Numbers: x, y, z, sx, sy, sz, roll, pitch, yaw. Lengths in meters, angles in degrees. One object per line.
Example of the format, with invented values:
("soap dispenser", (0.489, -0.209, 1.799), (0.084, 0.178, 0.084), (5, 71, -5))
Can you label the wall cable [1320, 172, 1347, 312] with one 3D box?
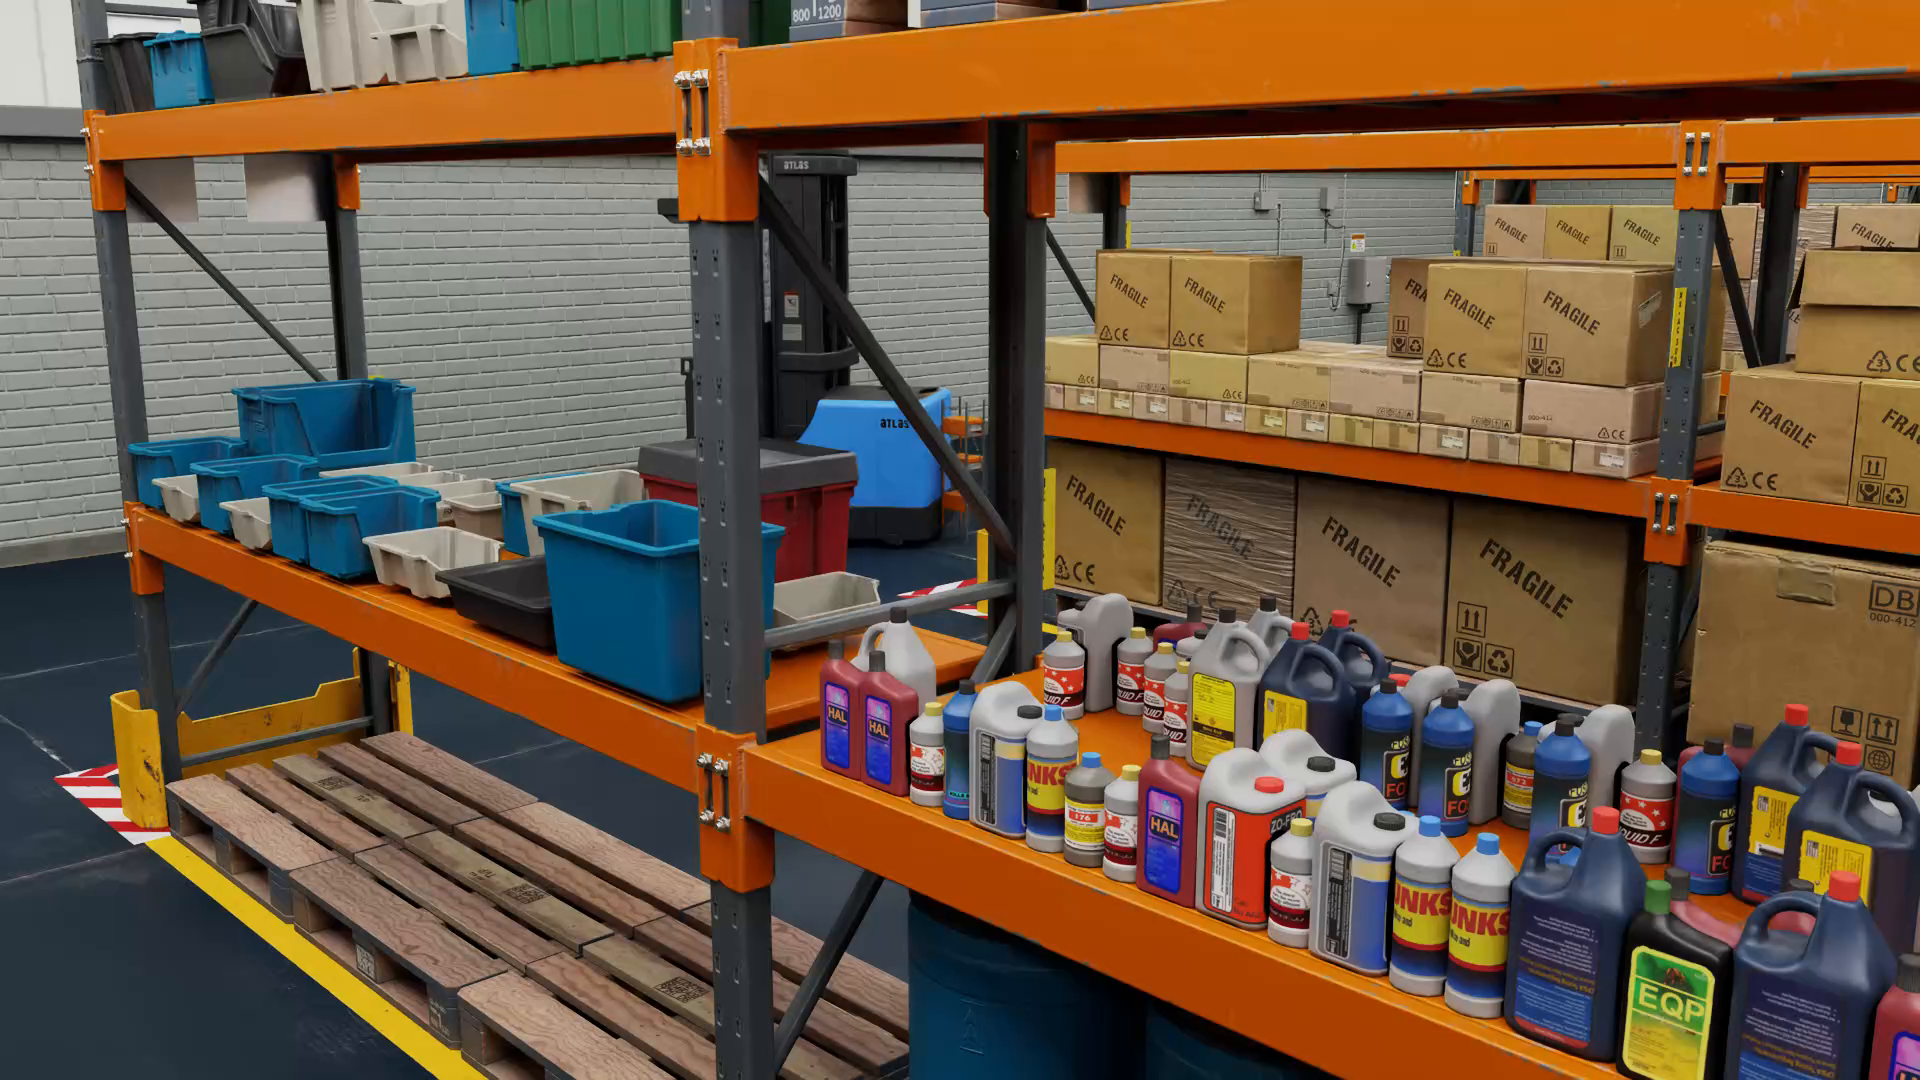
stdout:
("wall cable", (4.911, -3.984, 21.799), (0.588, 1.984, 0.122), (-11, 16, -43))

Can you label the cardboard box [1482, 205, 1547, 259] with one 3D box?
("cardboard box", (4.412, -2.345, 12.898), (0.500, 0.500, 0.500), (-11, 16, -43))

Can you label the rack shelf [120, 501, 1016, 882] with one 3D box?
("rack shelf", (-1.564, 0.248, 5.559), (1.077, 0.370, 4.000), (-11, 16, -43))

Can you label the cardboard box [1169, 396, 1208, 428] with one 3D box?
("cardboard box", (1.354, -0.716, 9.077), (0.380, 0.149, 0.250), (-11, 16, -44))

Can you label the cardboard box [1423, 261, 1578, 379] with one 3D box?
("cardboard box", (2.545, -1.046, 7.831), (0.500, 0.500, 0.500), (-11, 16, -42))

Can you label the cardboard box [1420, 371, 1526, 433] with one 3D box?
("cardboard box", (2.545, -0.678, 7.905), (0.500, 0.250, 0.500), (-10, 15, -41))

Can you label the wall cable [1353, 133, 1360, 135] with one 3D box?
("wall cable", (6.259, -6.702, 22.550), (2.988, 3.039, 0.133), (-11, 16, -43))

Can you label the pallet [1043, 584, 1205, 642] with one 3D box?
("pallet", (1.246, 0.385, 10.021), (1.003, 0.211, 1.213), (-11, 16, -43))

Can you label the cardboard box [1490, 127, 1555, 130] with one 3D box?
("cardboard box", (4.419, -3.058, 12.758), (0.500, 0.250, 0.500), (-10, 15, -41))

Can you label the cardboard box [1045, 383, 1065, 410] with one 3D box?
("cardboard box", (0.643, -0.866, 9.804), (0.380, 0.149, 0.250), (-11, 16, -42))

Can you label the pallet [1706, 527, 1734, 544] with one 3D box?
("pallet", (5.720, -0.085, 12.300), (1.003, 0.211, 1.213), (-11, 16, -43))

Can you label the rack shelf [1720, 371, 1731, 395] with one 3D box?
("rack shelf", (5.675, -1.119, 12.192), (1.077, 0.370, 4.000), (-11, 16, -43))

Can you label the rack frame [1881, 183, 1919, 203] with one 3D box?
("rack frame", (11.392, -3.160, 20.316), (1.000, 3.000, 0.127), (-11, 16, -43))

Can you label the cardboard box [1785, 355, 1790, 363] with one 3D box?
("cardboard box", (5.785, -1.256, 11.698), (0.380, 0.149, 0.250), (-11, 16, -43))

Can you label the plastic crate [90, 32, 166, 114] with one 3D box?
("plastic crate", (-2.881, -1.707, 6.152), (0.497, 0.269, 0.590), (-11, 16, -43))

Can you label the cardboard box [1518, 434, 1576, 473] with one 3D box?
("cardboard box", (2.773, -0.416, 7.622), (0.380, 0.149, 0.250), (-10, 16, -41))

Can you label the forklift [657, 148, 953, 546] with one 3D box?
("forklift", (-1.620, -1.520, 12.525), (3.031, 2.935, 1.130), (2, 12, 11))

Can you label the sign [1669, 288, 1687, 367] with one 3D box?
("sign", (2.999, -0.888, 6.948), (0.100, 0.325, 0.005), (-11, 16, -43))

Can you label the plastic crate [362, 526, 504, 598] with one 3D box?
("plastic crate", (-1.603, 0.075, 5.120), (0.293, 0.136, 0.466), (-11, 16, -43))

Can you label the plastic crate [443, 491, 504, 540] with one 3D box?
("plastic crate", (-1.634, -0.081, 5.875), (0.298, 0.136, 0.250), (-11, 16, -43))

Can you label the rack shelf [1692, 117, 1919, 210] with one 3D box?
("rack shelf", (4.780, -1.328, 5.773), (1.077, 0.370, 4.000), (-11, 16, -43))

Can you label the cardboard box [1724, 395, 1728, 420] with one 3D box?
("cardboard box", (8.332, -1.336, 16.772), (0.875, 0.438, 0.875), (11, 16, 43))

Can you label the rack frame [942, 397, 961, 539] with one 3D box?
("rack frame", (-0.064, -0.538, 12.420), (0.008, 1.050, 0.200), (11, 16, 43))

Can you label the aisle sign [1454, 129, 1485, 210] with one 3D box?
("aisle sign", (4.027, -3.005, 13.123), (0.394, 0.787, 0.004), (-11, 16, -43))

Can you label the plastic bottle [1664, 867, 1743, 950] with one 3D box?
("plastic bottle", (1.026, 0.607, 2.322), (0.061, 0.283, 0.133), (-11, 16, -43))

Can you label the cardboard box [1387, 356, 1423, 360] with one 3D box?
("cardboard box", (2.562, -0.828, 8.633), (0.500, 0.250, 0.500), (-10, 16, -41))

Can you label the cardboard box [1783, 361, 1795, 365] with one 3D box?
("cardboard box", (3.920, -0.522, 7.263), (0.500, 0.500, 0.500), (-11, 16, -42))

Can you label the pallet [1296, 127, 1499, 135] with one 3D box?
("pallet", (2.003, -2.228, 8.576), (1.003, 0.211, 1.213), (-11, 16, -43))

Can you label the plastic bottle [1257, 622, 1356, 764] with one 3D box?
("plastic bottle", (0.712, 0.347, 3.416), (0.144, 0.351, 0.185), (-11, 16, -43))

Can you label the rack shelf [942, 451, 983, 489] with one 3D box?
("rack shelf", (0.024, -0.511, 12.340), (0.240, 0.259, 0.215), (11, 16, 43))

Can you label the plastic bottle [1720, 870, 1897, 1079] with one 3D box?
("plastic bottle", (1.122, 0.600, 2.189), (0.144, 0.351, 0.185), (-11, 16, -43))

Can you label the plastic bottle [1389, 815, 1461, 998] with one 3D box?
("plastic bottle", (0.721, 0.561, 2.576), (0.097, 0.271, 0.097), (0, 12, 0))

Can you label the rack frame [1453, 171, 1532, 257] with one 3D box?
("rack frame", (4.294, -1.763, 13.536), (1.000, 3.000, 0.127), (-11, 16, -43))

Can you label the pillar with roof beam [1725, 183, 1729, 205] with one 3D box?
("pillar with roof beam", (7.068, -6.017, 19.318), (9.100, 9.000, 0.400), (-11, 16, -43))

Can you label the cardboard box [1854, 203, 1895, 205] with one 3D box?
("cardboard box", (8.593, -3.085, 15.617), (0.380, 0.149, 0.250), (-11, 16, -42))

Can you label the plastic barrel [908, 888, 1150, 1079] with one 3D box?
("plastic barrel", (0.180, 1.091, 3.842), (0.600, 0.901, 0.708), (-11, 16, -43))

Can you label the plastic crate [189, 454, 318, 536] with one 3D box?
("plastic crate", (-2.558, -0.166, 6.050), (0.416, 0.233, 0.300), (-11, 16, -43))

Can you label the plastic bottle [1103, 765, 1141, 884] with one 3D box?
("plastic bottle", (0.308, 0.508, 3.006), (0.097, 0.201, 0.097), (0, 12, 0))

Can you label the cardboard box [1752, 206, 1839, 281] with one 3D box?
("cardboard box", (5.832, -2.046, 11.446), (0.500, 0.500, 0.500), (-10, 16, -41))

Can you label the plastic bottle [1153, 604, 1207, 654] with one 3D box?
("plastic bottle", (0.516, 0.284, 3.888), (0.061, 0.283, 0.133), (-11, 16, -43))

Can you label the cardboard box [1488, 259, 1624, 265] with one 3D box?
("cardboard box", (2.919, -1.121, 8.195), (0.500, 0.500, 0.500), (-11, 16, -43))

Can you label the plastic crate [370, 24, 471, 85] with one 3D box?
("plastic crate", (-1.337, -1.285, 4.437), (0.293, 0.136, 0.466), (-11, 16, -43))

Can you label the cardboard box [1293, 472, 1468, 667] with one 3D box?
("cardboard box", (2.380, 0.093, 8.751), (0.875, 0.875, 0.875), (-11, 16, -43))

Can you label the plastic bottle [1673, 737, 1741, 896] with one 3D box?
("plastic bottle", (1.325, 0.484, 2.947), (0.097, 0.271, 0.097), (0, 12, 0))

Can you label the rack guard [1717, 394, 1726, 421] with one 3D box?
("rack guard", (7.788, -1.247, 17.225), (1.175, 0.500, 0.348), (-11, 16, -43))

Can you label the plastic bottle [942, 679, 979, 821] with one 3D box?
("plastic bottle", (0.014, 0.411, 3.301), (0.097, 0.271, 0.097), (0, 12, 0))

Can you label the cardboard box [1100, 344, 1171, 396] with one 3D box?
("cardboard box", (1.137, -0.976, 9.352), (0.500, 0.250, 0.500), (-11, 16, -43))

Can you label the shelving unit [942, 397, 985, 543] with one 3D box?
("shelving unit", (0.024, -0.521, 12.338), (0.252, 1.050, 0.215), (11, 16, 43))

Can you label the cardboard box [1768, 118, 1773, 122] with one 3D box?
("cardboard box", (5.834, -2.758, 11.301), (0.500, 0.250, 0.500), (-11, 16, -43))

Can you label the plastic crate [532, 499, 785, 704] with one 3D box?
("plastic crate", (-0.752, 0.145, 4.165), (0.392, 0.384, 0.575), (-11, 16, -43))

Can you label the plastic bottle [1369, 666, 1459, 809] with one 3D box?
("plastic bottle", (0.923, 0.387, 3.405), (0.152, 0.276, 0.135), (-11, 16, -43))

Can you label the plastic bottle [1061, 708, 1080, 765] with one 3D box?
("plastic bottle", (0.191, 0.438, 3.342), (0.097, 0.201, 0.097), (0, 12, 0))

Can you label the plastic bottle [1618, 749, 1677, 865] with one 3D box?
("plastic bottle", (1.276, 0.490, 3.090), (0.097, 0.201, 0.097), (0, 12, 0))

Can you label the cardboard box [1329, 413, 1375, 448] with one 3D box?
("cardboard box", (2.064, -0.566, 8.349), (0.380, 0.149, 0.250), (-11, 16, -43))

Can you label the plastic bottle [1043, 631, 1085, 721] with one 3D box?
("plastic bottle", (0.246, 0.317, 3.931), (0.097, 0.201, 0.097), (0, 12, 0))
